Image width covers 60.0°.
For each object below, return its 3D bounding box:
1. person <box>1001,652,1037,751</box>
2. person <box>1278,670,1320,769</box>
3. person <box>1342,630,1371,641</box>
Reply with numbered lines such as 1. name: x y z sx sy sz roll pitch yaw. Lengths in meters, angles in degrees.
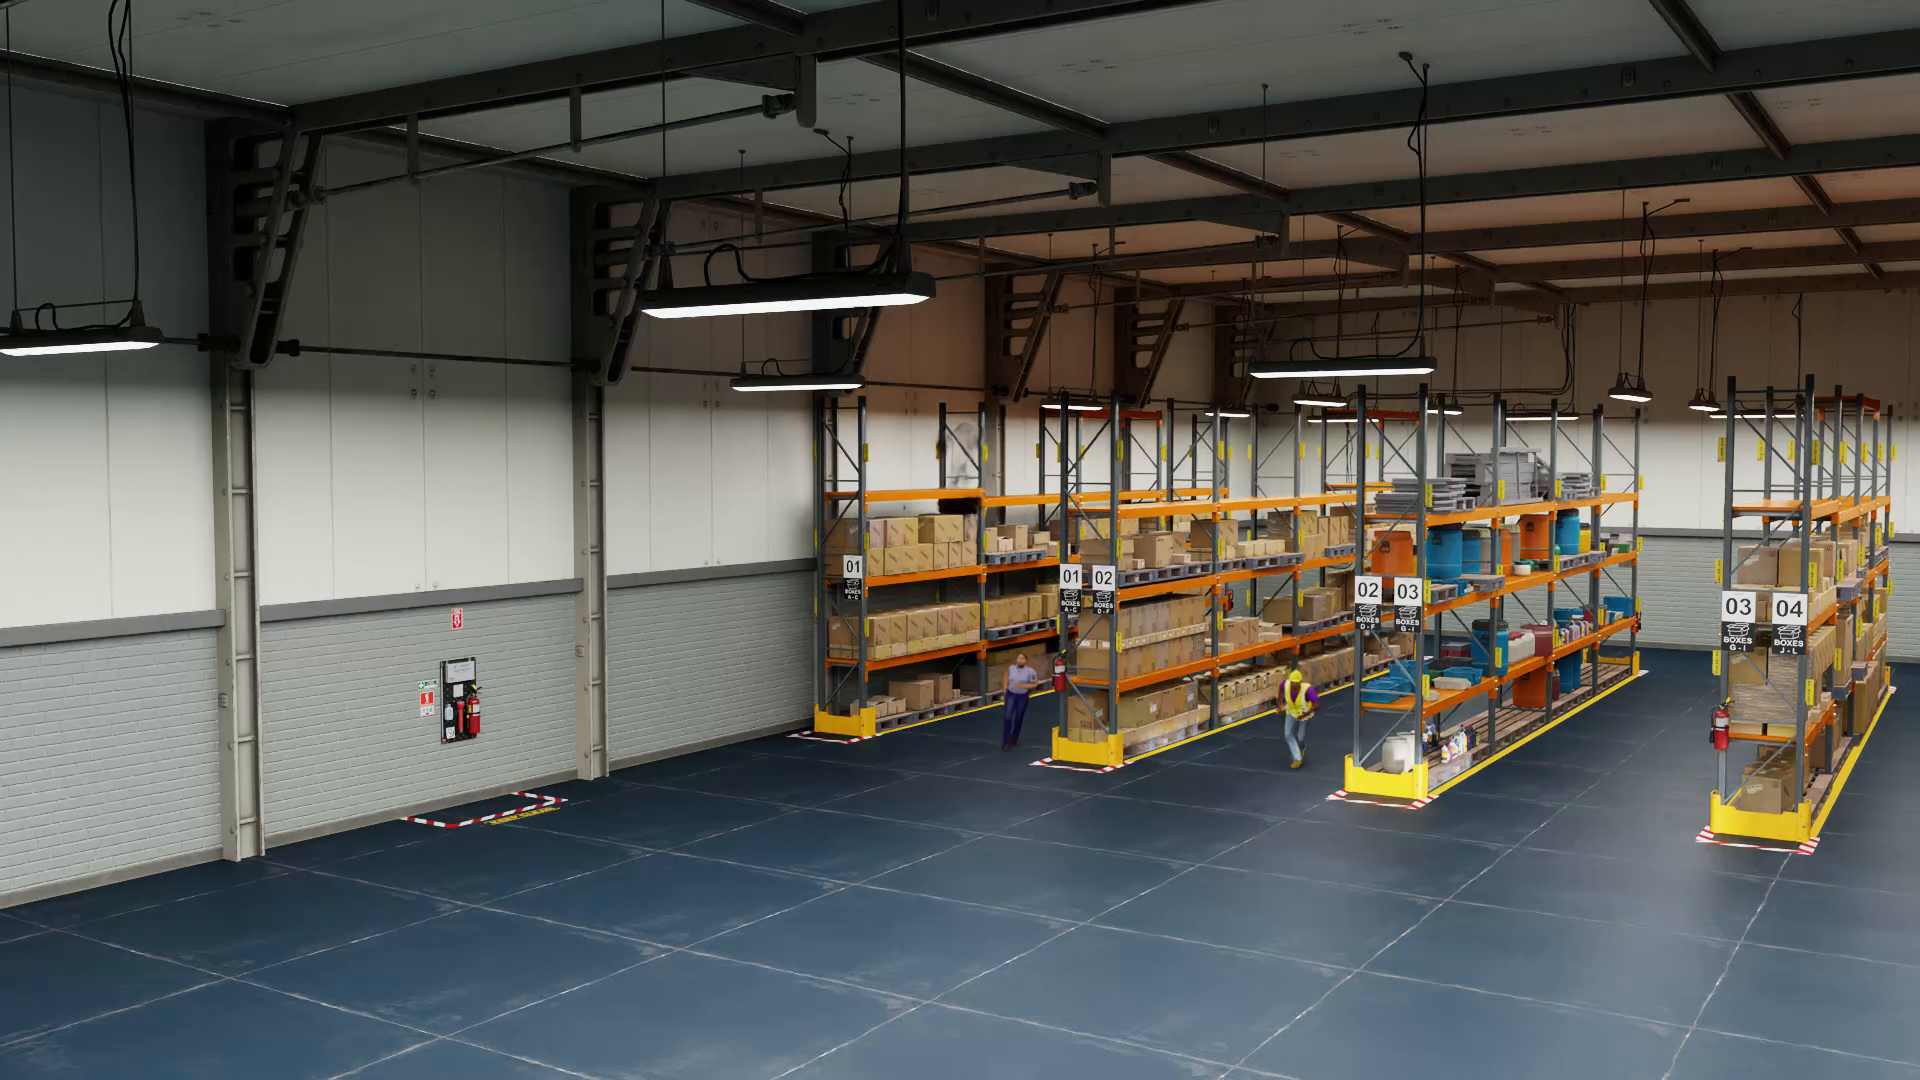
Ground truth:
1. person: 1.032 2.741 28.203 0.593 1.715 0.733 1 3 10
2. person: 5.445 2.827 26.610 0.707 1.596 1.130 1 3 25
3. person: 10.237 1.960 42.522 0.616 1.671 0.848 -2 4 -37
